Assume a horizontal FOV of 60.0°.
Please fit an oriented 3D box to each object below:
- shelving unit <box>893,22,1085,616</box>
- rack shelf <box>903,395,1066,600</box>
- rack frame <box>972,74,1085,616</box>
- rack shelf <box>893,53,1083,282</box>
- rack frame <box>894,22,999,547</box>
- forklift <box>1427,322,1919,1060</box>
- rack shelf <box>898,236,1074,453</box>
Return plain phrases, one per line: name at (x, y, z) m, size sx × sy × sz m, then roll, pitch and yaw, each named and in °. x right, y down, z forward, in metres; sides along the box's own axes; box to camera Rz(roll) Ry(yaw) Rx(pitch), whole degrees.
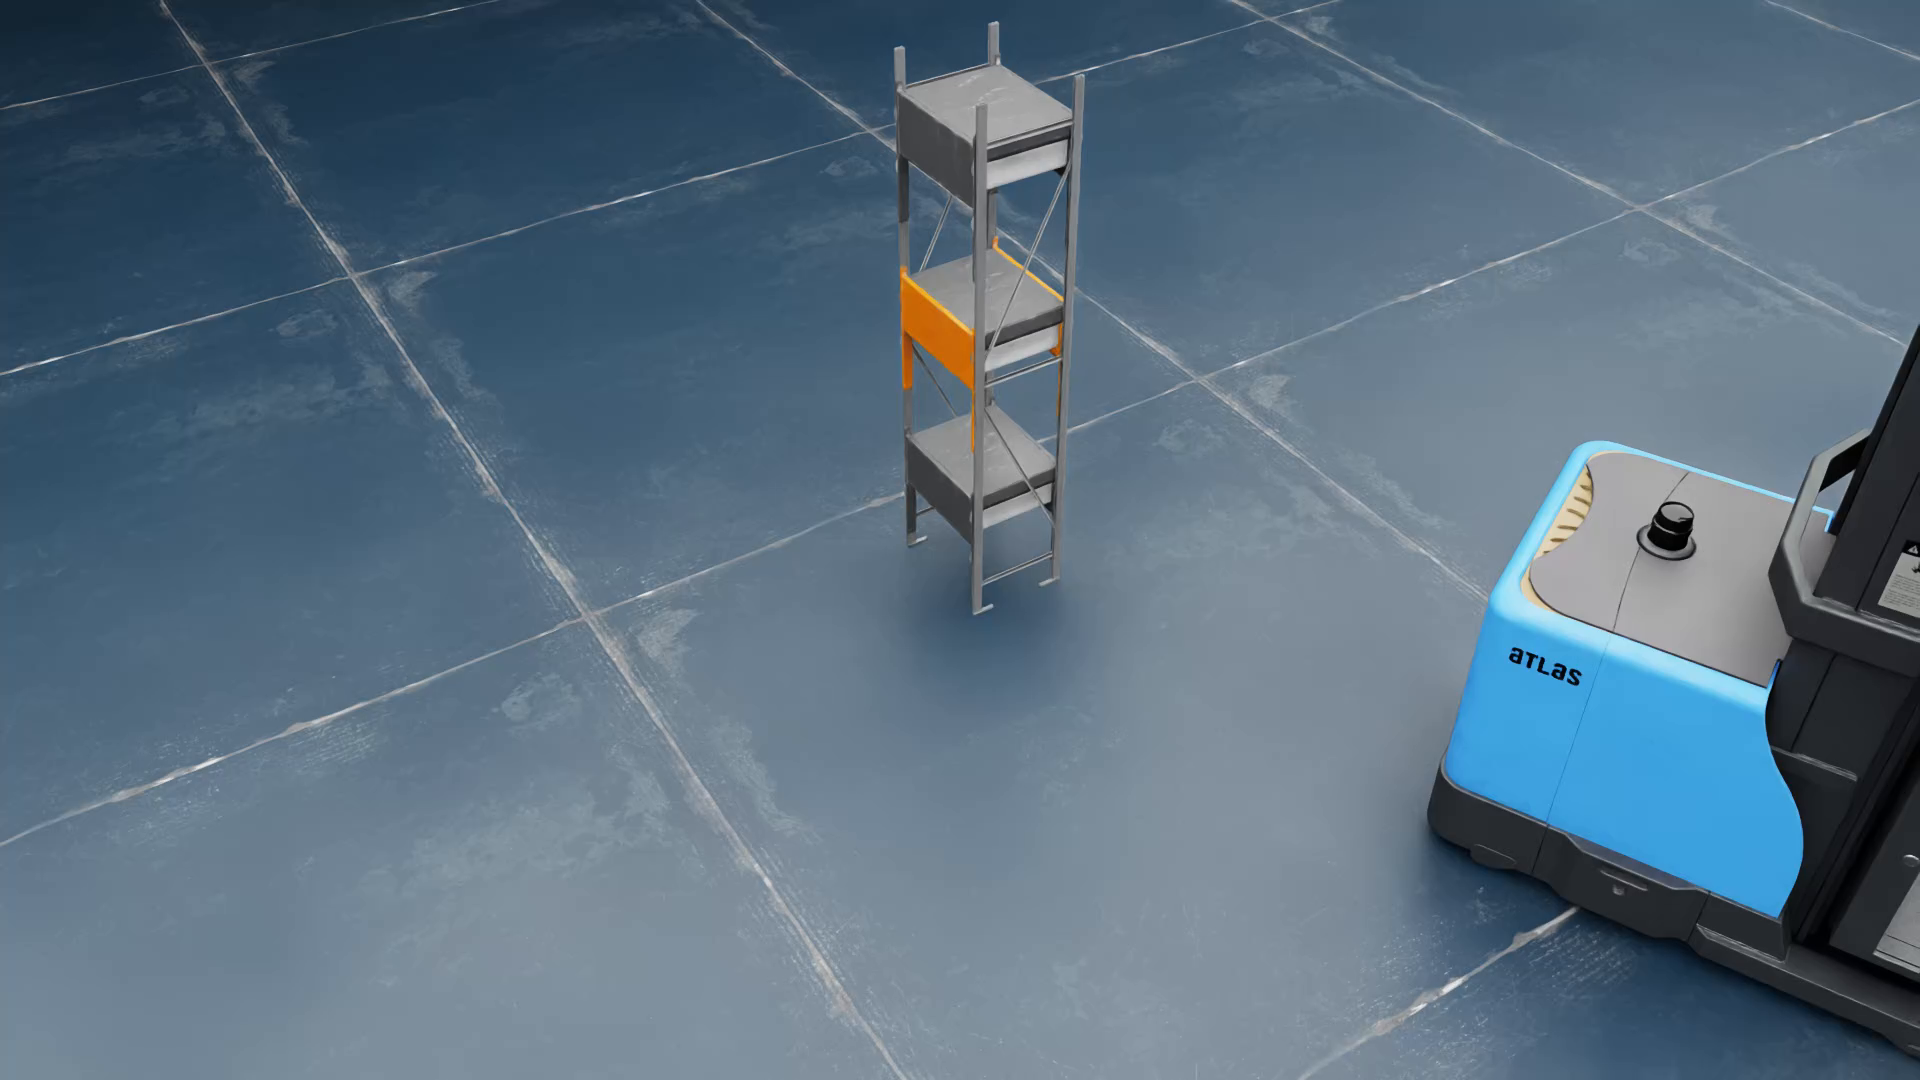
shelving unit at (0.089, -0.717, 5.971) m, size 0.431 × 2.100 × 0.503 m, roll -22°, pitch 45°, yaw -24°
rack shelf at (0.089, -0.169, 6.427) m, size 0.431 × 0.518 × 0.480 m, roll -22°, pitch 45°, yaw -24°
rack frame at (0.220, -0.586, 5.813) m, size 0.400 × 2.100 × 0.015 m, roll -22°, pitch 45°, yaw -24°
rack shelf at (0.089, -1.245, 5.531) m, size 0.431 × 0.518 × 0.480 m, roll -22°, pitch 45°, yaw -24°
rack frame at (-0.042, -0.849, 6.129) m, size 0.400 × 2.100 × 0.015 m, roll -22°, pitch 45°, yaw -24°
forklift at (3.074, 0.111, 4.328) m, size 3.031 × 2.935 × 1.130 m, roll 22°, pitch 45°, yaw 24°
rack shelf at (0.089, -0.707, 5.979) m, size 0.431 × 0.518 × 0.480 m, roll -22°, pitch 45°, yaw -24°
